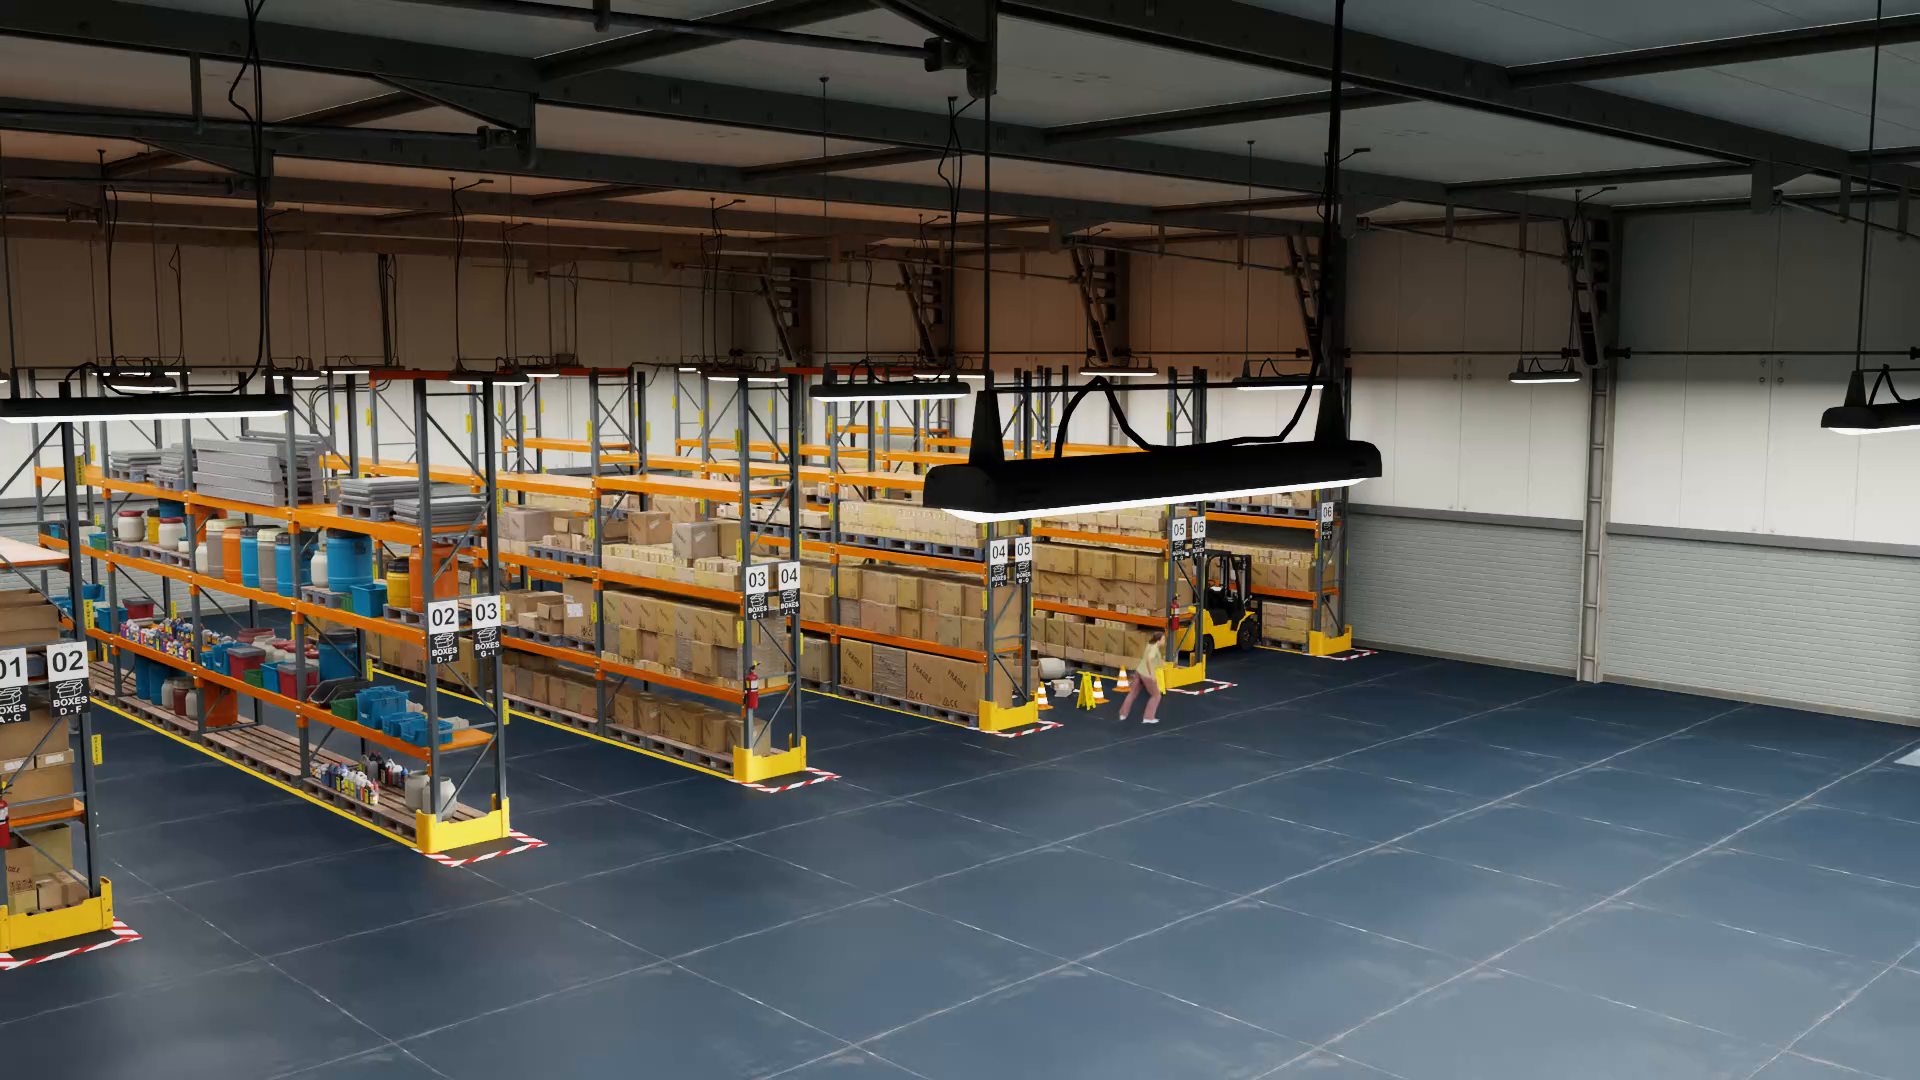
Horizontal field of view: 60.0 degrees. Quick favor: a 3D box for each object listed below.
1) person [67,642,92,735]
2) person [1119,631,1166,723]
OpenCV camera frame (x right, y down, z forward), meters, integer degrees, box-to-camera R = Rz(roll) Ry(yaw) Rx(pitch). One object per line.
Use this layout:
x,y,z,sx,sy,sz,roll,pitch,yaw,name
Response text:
-14.763,2.445,27.608,0.853,1.567,0.610,3,7,27,person
3.163,2.346,28.465,0.838,1.595,0.608,-3,7,-22,person
